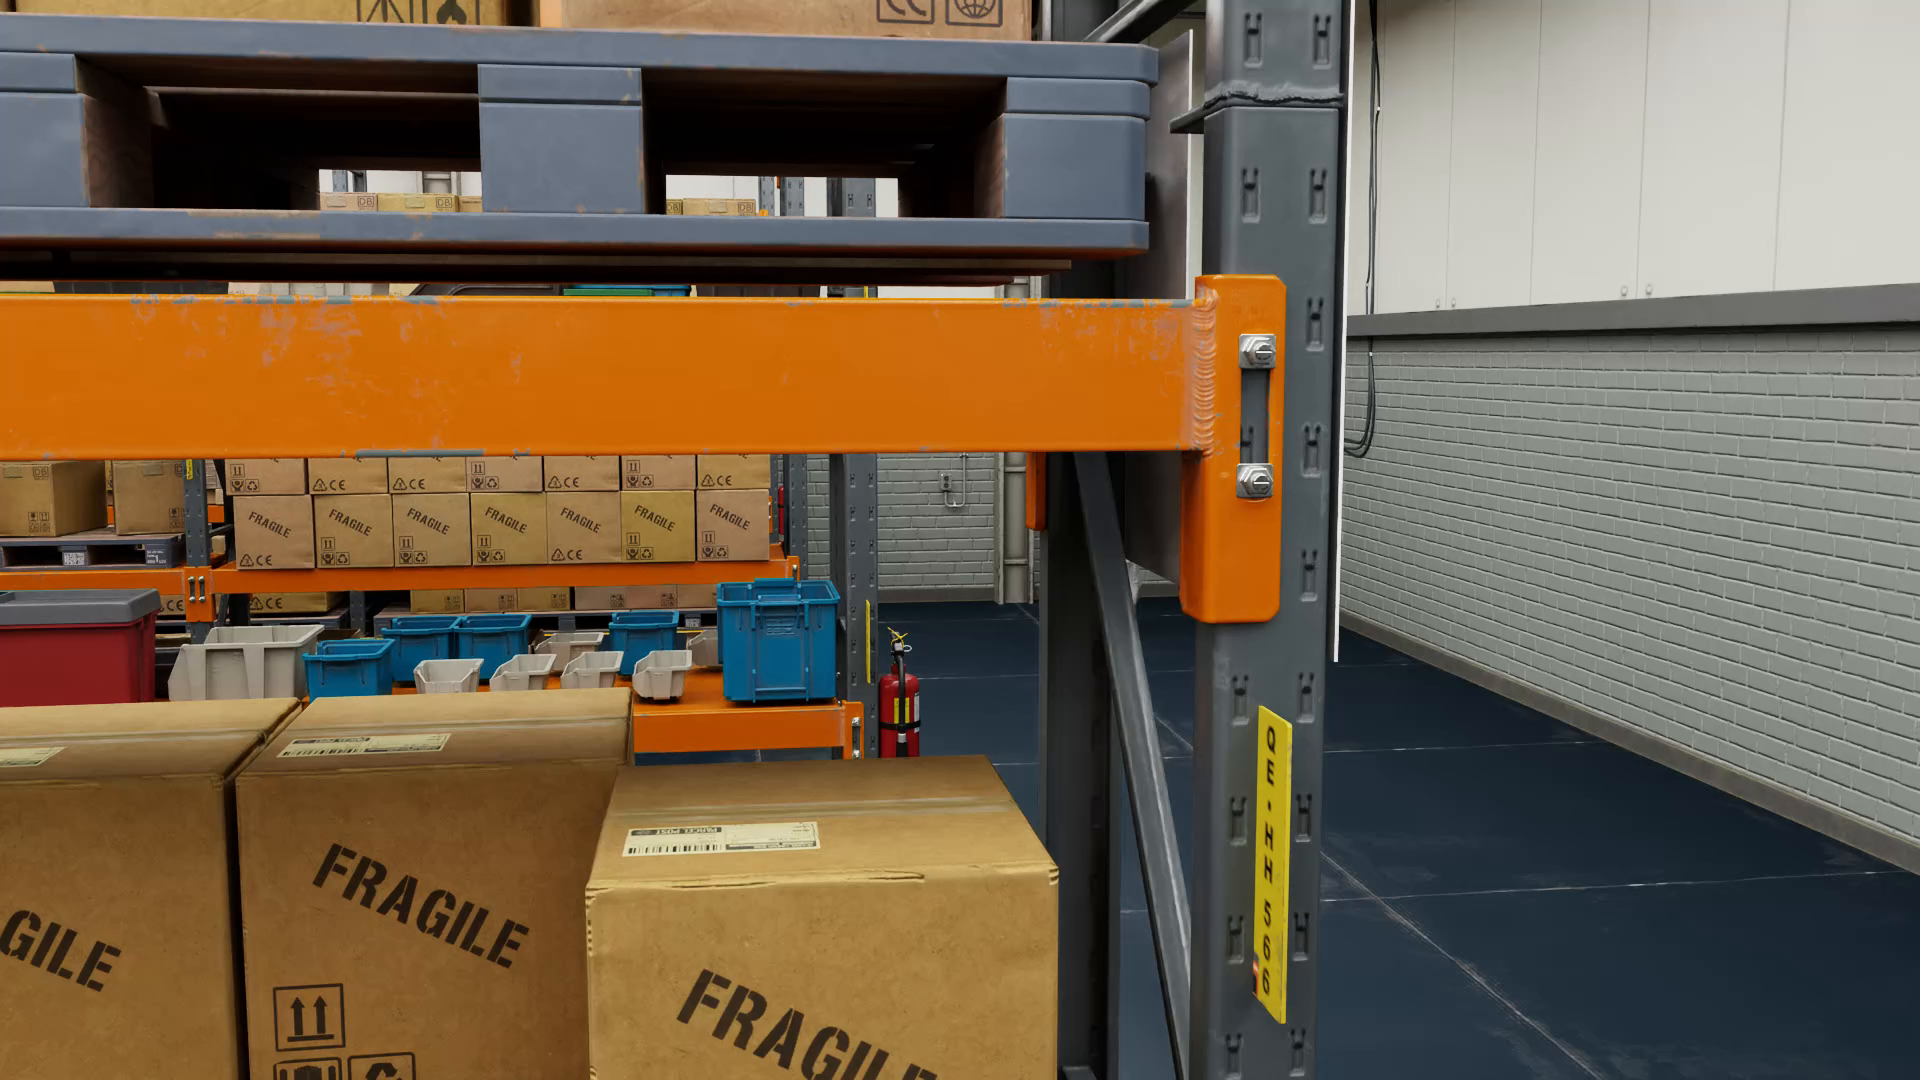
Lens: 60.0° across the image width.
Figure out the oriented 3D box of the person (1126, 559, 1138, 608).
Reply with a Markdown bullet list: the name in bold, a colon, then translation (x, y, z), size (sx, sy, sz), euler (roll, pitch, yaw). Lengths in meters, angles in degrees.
- **person**: translation (1.441, 0.466, 16.318), size (0.535, 0.916, 0.914), euler (-1, 7, -9)
